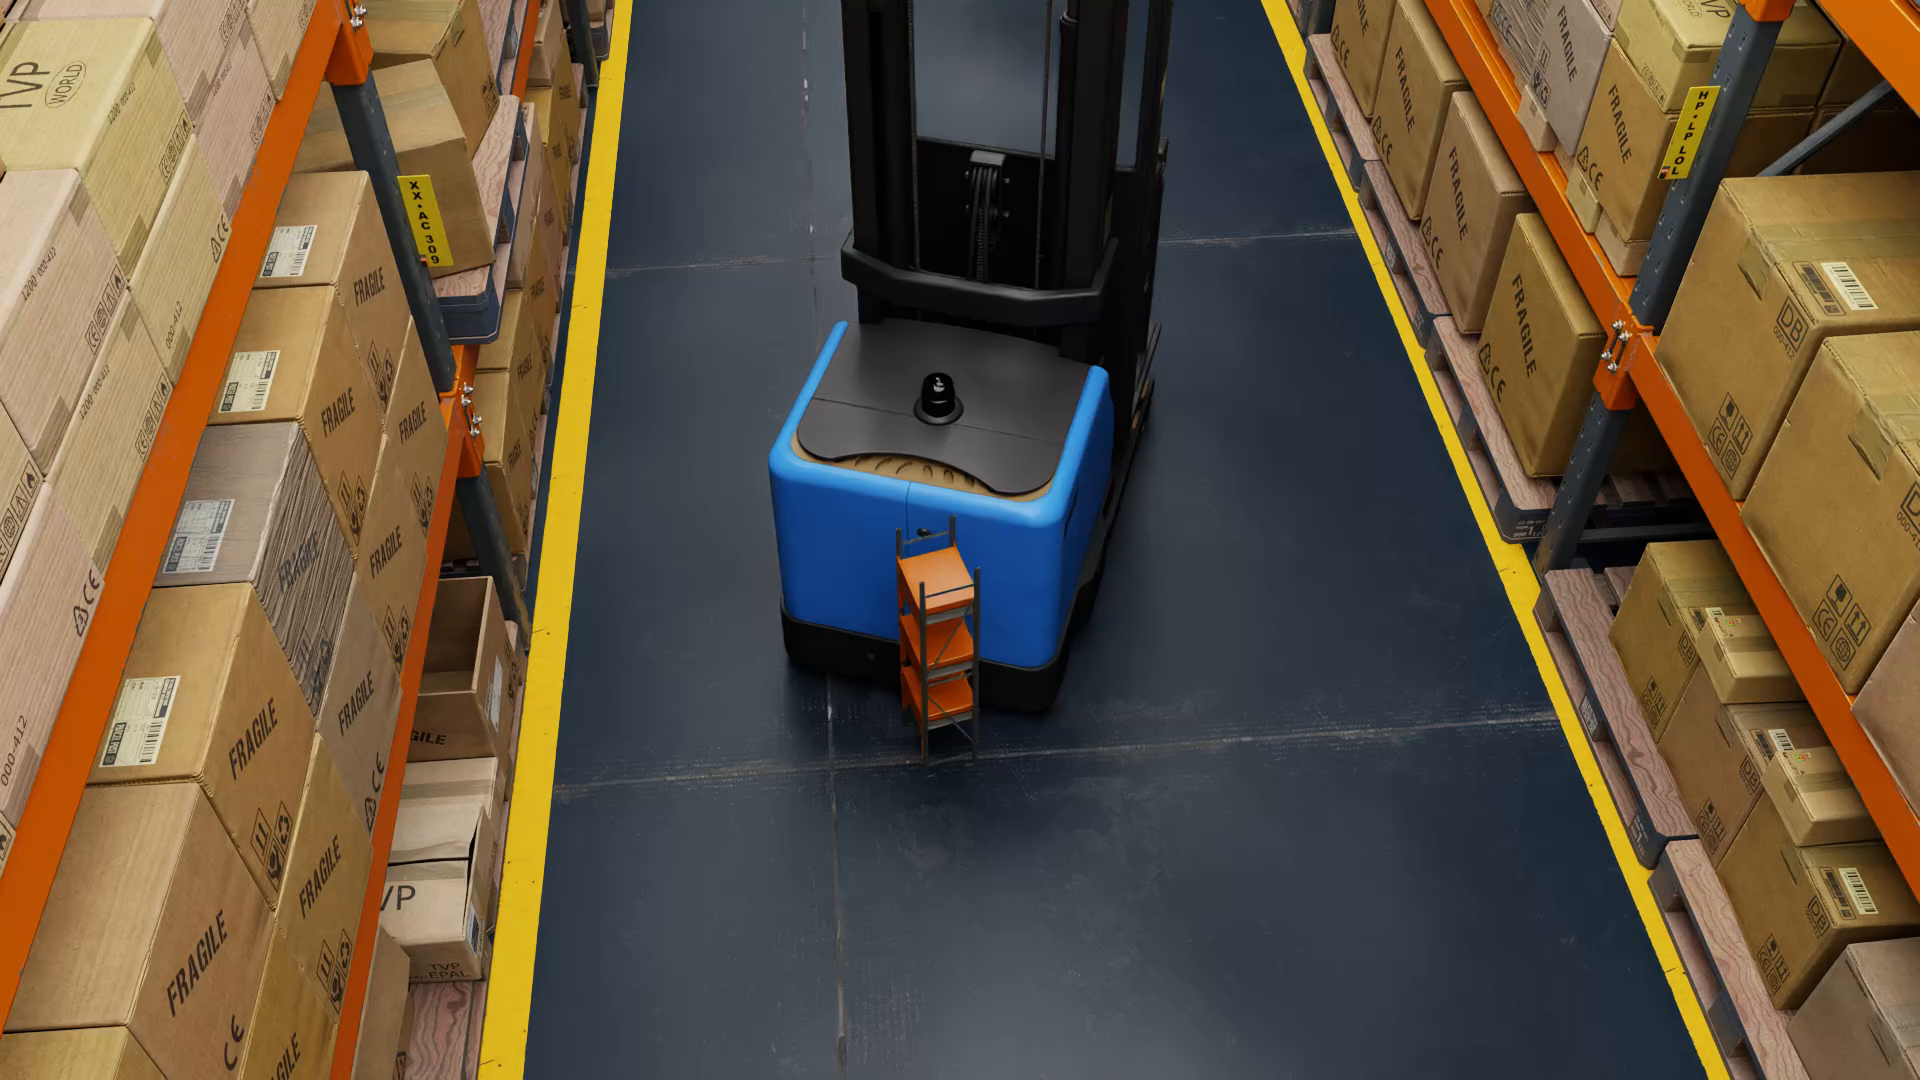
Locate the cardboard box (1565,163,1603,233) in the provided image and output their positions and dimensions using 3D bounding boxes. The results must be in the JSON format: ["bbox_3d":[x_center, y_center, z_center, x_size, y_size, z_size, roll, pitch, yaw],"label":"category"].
[{"bbox_3d":[2.434,-1.251,6.028,0.380,0.149,0.250,-3,47,-3],"label":"cardboard box"}]

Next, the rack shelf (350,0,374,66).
[{"bbox_3d":[-2.314,-2.849,5.812,1.077,0.370,4.000,-3,47,-3],"label":"rack shelf"}]

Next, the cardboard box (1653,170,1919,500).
[{"bbox_3d":[2.818,-0.632,5.076,0.980,0.700,0.700,-3,47,-3],"label":"cardboard box"}]

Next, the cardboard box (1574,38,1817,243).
[{"bbox_3d":[2.499,-1.384,5.707,0.500,0.500,0.500,-4,47,-4],"label":"cardboard box"}]

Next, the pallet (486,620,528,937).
[{"bbox_3d":[-2.090,0.838,5.811,1.003,0.211,1.213,-3,47,-3],"label":"pallet"}]

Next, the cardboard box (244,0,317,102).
[{"bbox_3d":[-1.841,-1.262,3.917,0.500,0.250,0.500,-3,47,-3],"label":"cardboard box"}]

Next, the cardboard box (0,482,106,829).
[{"bbox_3d":[-1.674,0.185,2.547,0.500,0.250,0.500,-3,47,-3],"label":"cardboard box"}]

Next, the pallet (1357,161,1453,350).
[{"bbox_3d":[2.544,-1.402,7.932,1.003,0.211,1.213,-3,47,-3],"label":"pallet"}]

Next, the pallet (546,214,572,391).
[{"bbox_3d":[-2.358,-1.130,7.675,1.003,0.211,1.213,-3,47,-3],"label":"pallet"}]

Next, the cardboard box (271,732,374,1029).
[{"bbox_3d":[-1.714,0.806,3.851,0.500,0.500,0.500,-3,47,-3],"label":"cardboard box"}]

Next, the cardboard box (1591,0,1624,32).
[{"bbox_3d":[2.462,-2.016,5.790,0.500,0.250,0.500,-3,47,-2],"label":"cardboard box"}]

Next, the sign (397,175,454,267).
[{"bbox_3d":[-1.607,-0.954,4.992,0.100,0.325,0.005,-3,47,-3],"label":"sign"}]

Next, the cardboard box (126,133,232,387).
[{"bbox_3d":[-1.759,-0.539,3.232,0.500,0.250,0.500,-3,47,-3],"label":"cardboard box"}]

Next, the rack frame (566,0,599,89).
[{"bbox_3d":[-2.482,-3.512,8.010,1.000,3.000,0.127,-3,47,-3],"label":"rack frame"}]

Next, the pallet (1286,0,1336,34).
[{"bbox_3d":[2.390,-3.423,9.846,1.003,0.211,1.213,-3,47,-3],"label":"pallet"}]

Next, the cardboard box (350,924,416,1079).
[{"bbox_3d":[-1.984,1.448,4.729,0.797,0.503,0.637,-3,47,-3],"label":"cardboard box"}]

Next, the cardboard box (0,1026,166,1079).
[{"bbox_3d":[-1.638,1.183,2.806,0.500,0.500,0.500,-3,47,-3],"label":"cardboard box"}]

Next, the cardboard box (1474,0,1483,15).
[{"bbox_3d":[2.390,-2.375,7.093,0.380,0.149,0.250,-3,47,-3],"label":"cardboard box"}]

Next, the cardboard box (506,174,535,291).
[{"bbox_3d":[-2.028,-1.256,6.776,0.500,0.250,0.500,-3,47,-3],"label":"cardboard box"}]

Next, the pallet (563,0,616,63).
[{"bbox_3d":[-2.512,-3.151,9.589,1.003,0.211,1.213,-3,47,-3],"label":"pallet"}]

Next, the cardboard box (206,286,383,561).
[{"bbox_3d":[-1.801,-0.276,4.188,0.500,0.500,0.500,-4,47,-4],"label":"cardboard box"}]

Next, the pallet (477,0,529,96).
[{"bbox_3d":[-2.314,-2.039,6.748,1.003,0.211,1.213,-3,47,-3],"label":"pallet"}]

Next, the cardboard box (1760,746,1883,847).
[{"bbox_3d":[2.640,0.754,4.956,0.380,0.149,0.250,-5,47,-4],"label":"cardboard box"}]

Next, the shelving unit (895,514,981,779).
[{"bbox_3d":[-0.072,0.386,5.661,0.215,1.050,0.252,-14,48,-13],"label":"shelving unit"}]

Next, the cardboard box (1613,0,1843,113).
[{"bbox_3d":[2.495,-1.646,5.439,0.500,0.250,0.500,-2,47,-2],"label":"cardboard box"}]

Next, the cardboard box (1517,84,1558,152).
[{"bbox_3d":[2.377,-1.629,6.386,0.380,0.149,0.250,-3,47,-3],"label":"cardboard box"}]

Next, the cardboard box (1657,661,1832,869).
[{"bbox_3d":[2.788,0.704,5.450,0.700,0.500,0.500,-4,47,-4],"label":"cardboard box"}]

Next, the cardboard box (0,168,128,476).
[{"bbox_3d":[-1.716,-0.349,2.708,0.500,0.250,0.500,-3,47,-3],"label":"cardboard box"}]

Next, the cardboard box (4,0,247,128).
[{"bbox_3d":[-1.797,-1.073,3.393,0.500,0.250,0.500,-3,47,-3],"label":"cardboard box"}]

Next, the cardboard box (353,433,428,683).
[{"bbox_3d":[-1.805,0.066,4.552,0.500,0.500,0.500,-2,47,-2],"label":"cardboard box"}]

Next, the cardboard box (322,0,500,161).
[{"bbox_3d":[-2.084,-1.647,5.886,0.700,0.500,0.500,3,47,3],"label":"cardboard box"}]

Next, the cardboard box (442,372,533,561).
[{"bbox_3d":[-1.944,-0.275,6.363,0.500,0.500,0.500,-5,47,-5],"label":"cardboard box"}]

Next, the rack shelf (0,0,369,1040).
[{"bbox_3d":[-1.979,0.045,3.071,1.077,0.370,4.000,-3,47,-3],"label":"rack shelf"}]

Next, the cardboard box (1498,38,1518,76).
[{"bbox_3d":[2.416,-1.992,6.730,0.380,0.149,0.250,-5,47,-4],"label":"cardboard box"}]

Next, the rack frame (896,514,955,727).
[{"bbox_3d":[-0.112,0.301,5.740,0.200,1.050,0.008,-14,48,-13],"label":"rack frame"}]

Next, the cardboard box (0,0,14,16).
[{"bbox_3d":[-2.167,-1.308,3.099,0.700,0.500,0.500,-3,47,-3],"label":"cardboard box"}]

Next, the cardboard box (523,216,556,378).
[{"bbox_3d":[-2.034,-1.022,7.071,0.500,0.500,0.500,-3,47,-3],"label":"cardboard box"}]

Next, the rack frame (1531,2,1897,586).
[{"bbox_3d":[2.789,-0.922,5.557,1.000,3.000,0.127,-3,47,-3],"label":"rack frame"}]

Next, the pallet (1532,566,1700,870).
[{"bbox_3d":[2.775,0.592,6.044,1.003,0.211,1.213,-3,47,-3],"label":"pallet"}]

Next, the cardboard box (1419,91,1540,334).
[{"bbox_3d":[2.528,-1.432,7.232,0.750,0.750,0.750,-2,47,-2],"label":"cardboard box"}]

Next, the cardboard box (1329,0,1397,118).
[{"bbox_3d":[2.385,-2.681,8.415,0.750,0.750,0.750,-4,47,-4],"label":"cardboard box"}]

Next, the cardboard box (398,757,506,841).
[{"bbox_3d":[-1.725,0.873,5.517,0.380,0.149,0.250,-3,47,-3],"label":"cardboard box"}]

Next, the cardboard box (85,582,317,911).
[{"bbox_3d":[-1.718,0.453,3.497,0.500,0.500,0.500,-4,47,-4],"label":"cardboard box"}]

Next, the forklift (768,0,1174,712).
[{"bbox_3d":[0.221,-1.474,6.128,1.130,2.935,3.031,11,48,10],"label":"forklift"}]

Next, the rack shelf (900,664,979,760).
[{"bbox_3d":[-0.073,0.583,5.871,0.215,0.259,0.240,-14,48,-13],"label":"rack shelf"}]

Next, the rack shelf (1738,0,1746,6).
[{"bbox_3d":[2.622,-3.153,6.100,1.077,0.370,4.000,-3,47,-3],"label":"rack shelf"}]

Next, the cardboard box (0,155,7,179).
[{"bbox_3d":[-1.926,-0.594,2.423,0.700,0.500,0.500,-3,47,-3],"label":"cardboard box"}]

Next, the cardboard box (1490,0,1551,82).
[{"bbox_3d":[2.413,-2.117,6.401,0.500,0.500,0.500,-3,47,-3],"label":"cardboard box"}]

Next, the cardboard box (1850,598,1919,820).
[{"bbox_3d":[2.945,0.423,4.077,0.980,0.700,0.700,-6,47,-5],"label":"cardboard box"}]

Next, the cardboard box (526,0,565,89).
[{"bbox_3d":[-2.160,-2.359,7.820,0.500,0.250,0.500,-2,47,-2],"label":"cardboard box"}]

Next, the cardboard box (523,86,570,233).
[{"bbox_3d":[-2.126,-1.767,7.776,0.500,0.500,0.500,-5,47,-5],"label":"cardboard box"}]

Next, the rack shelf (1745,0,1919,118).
[{"bbox_3d":[2.957,-0.259,3.359,1.077,0.370,4.000,-3,47,-3],"label":"rack shelf"}]

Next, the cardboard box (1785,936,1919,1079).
[{"bbox_3d":[2.881,1.461,4.733,0.700,0.500,0.500,-5,47,-5],"label":"cardboard box"}]
